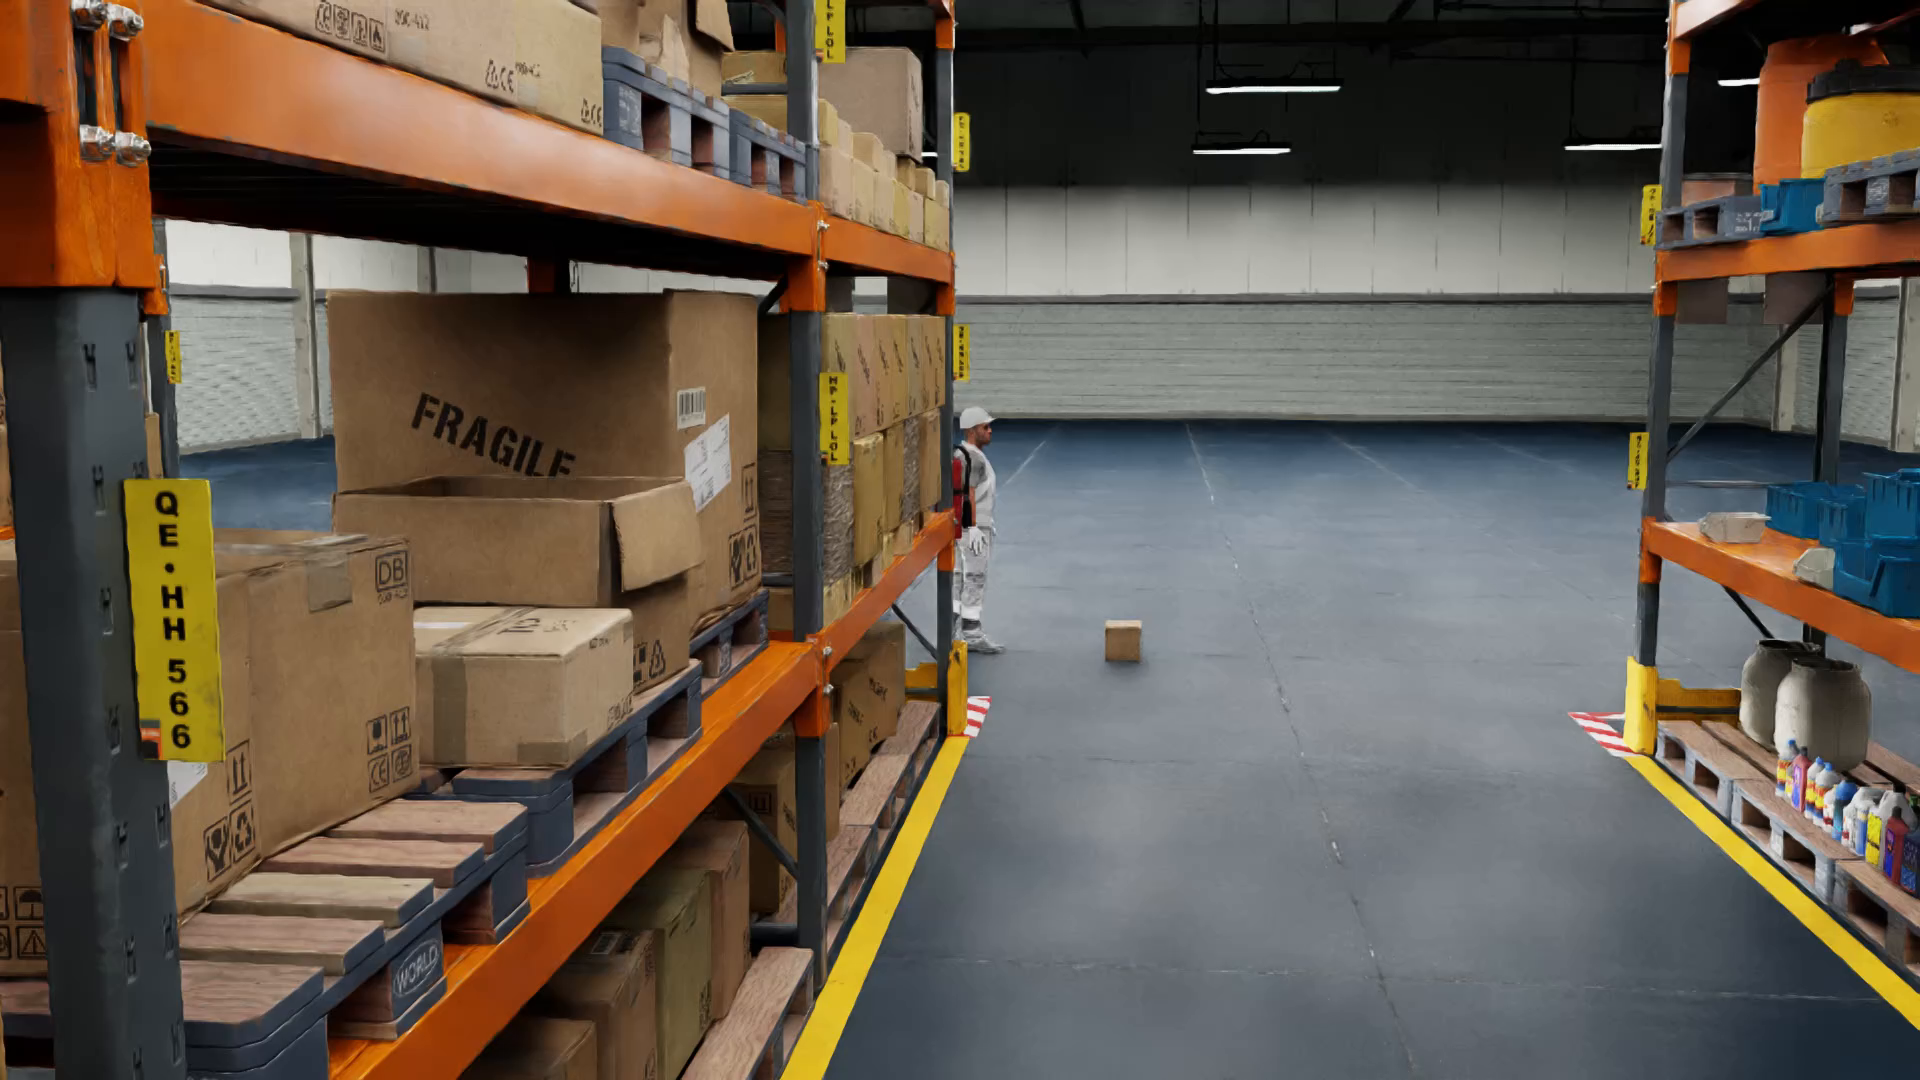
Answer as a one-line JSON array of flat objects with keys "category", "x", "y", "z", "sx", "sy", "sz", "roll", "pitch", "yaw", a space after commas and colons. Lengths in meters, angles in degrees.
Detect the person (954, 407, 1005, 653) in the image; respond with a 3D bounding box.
[{"category": "person", "x": 0.070, "y": -0.078, "z": 12.197, "sx": 0.485, "sy": 1.792, "sz": 0.546, "roll": -2, "pitch": 8, "yaw": -12}]
